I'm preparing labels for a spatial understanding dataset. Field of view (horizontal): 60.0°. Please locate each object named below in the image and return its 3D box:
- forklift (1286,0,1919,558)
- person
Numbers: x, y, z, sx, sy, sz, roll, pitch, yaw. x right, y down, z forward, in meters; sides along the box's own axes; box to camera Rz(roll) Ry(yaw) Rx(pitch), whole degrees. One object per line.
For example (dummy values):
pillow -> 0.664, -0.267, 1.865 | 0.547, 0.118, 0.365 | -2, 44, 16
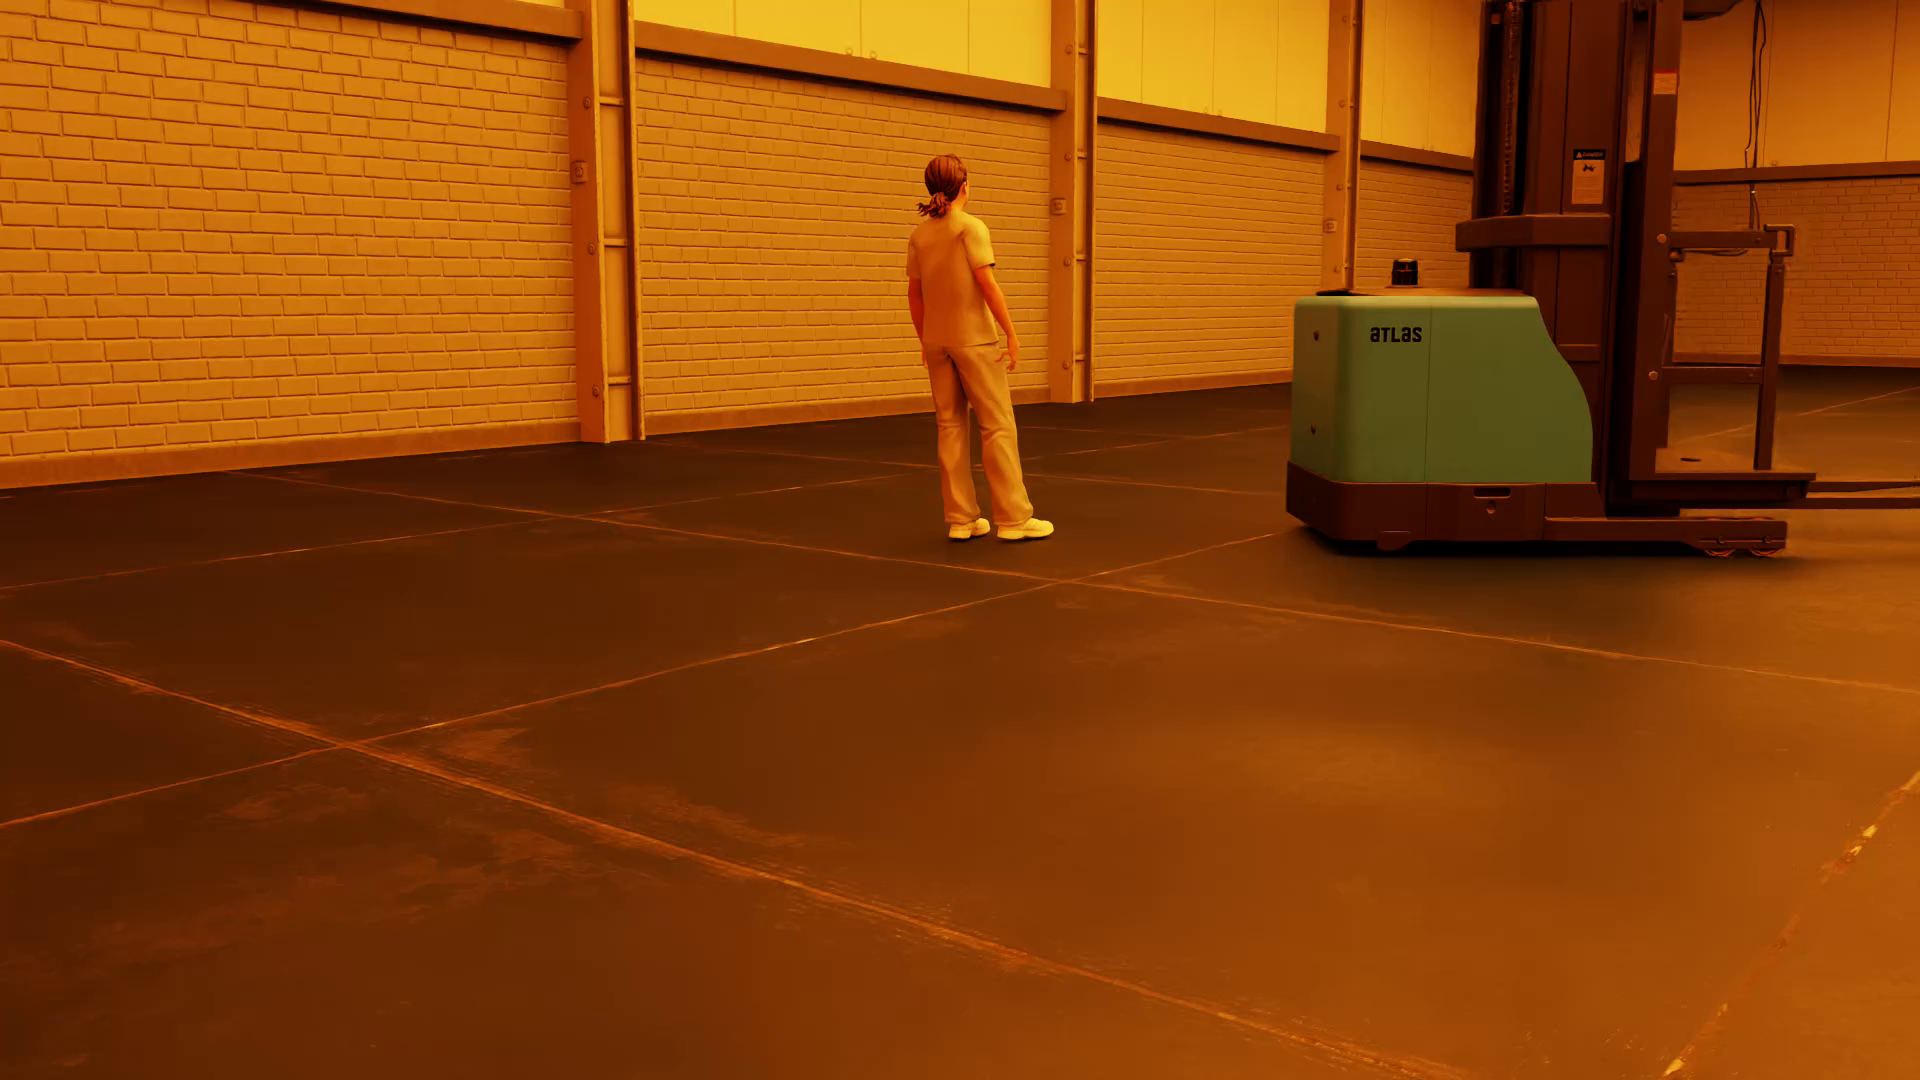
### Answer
forklift -> 3.054, -1.454, 7.220 | 3.031, 2.935, 1.130 | 0, 8, -1
person -> 0.024, -0.749, 7.313 | 0.518, 1.362, 0.395 | 7, 11, 38
